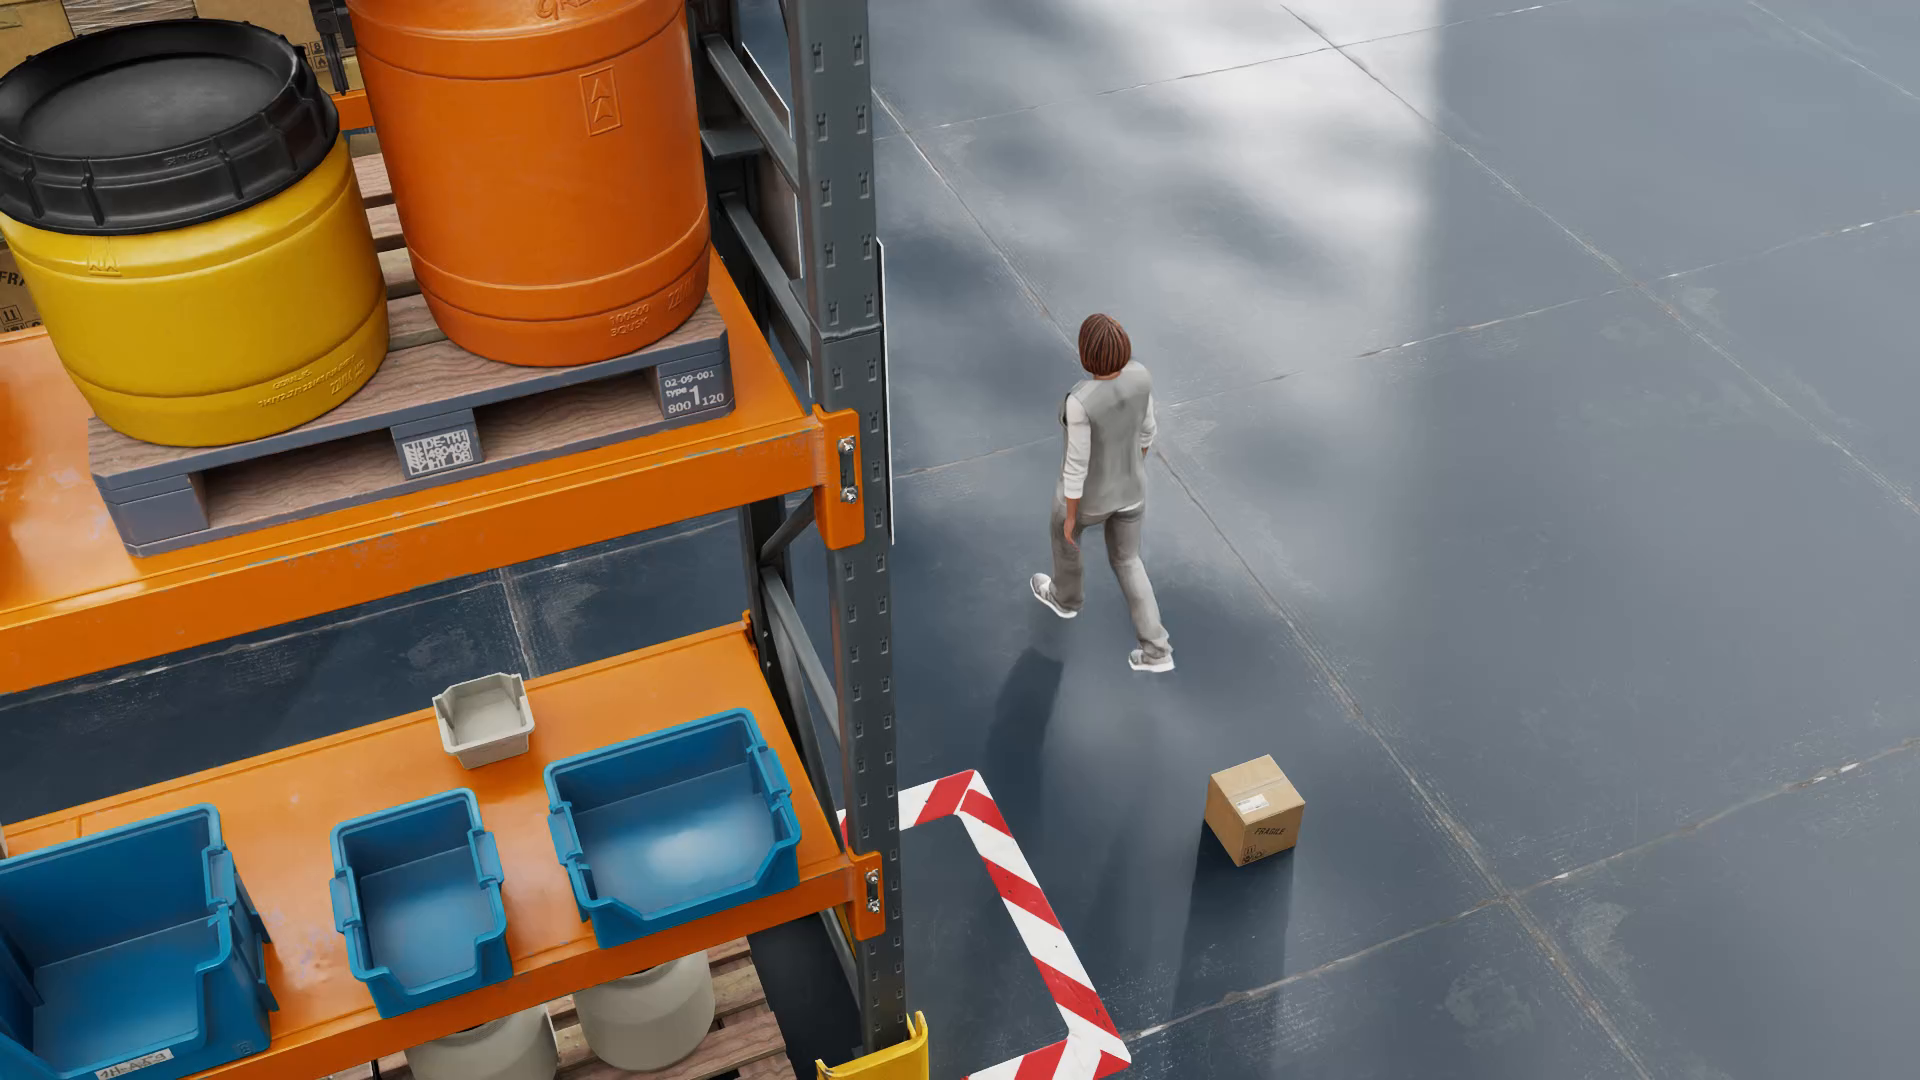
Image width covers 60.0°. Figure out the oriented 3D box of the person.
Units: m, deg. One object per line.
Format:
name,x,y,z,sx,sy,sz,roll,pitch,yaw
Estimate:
person,0.582,-0.157,6.342,0.427,1.542,0.864,-20,46,-21
